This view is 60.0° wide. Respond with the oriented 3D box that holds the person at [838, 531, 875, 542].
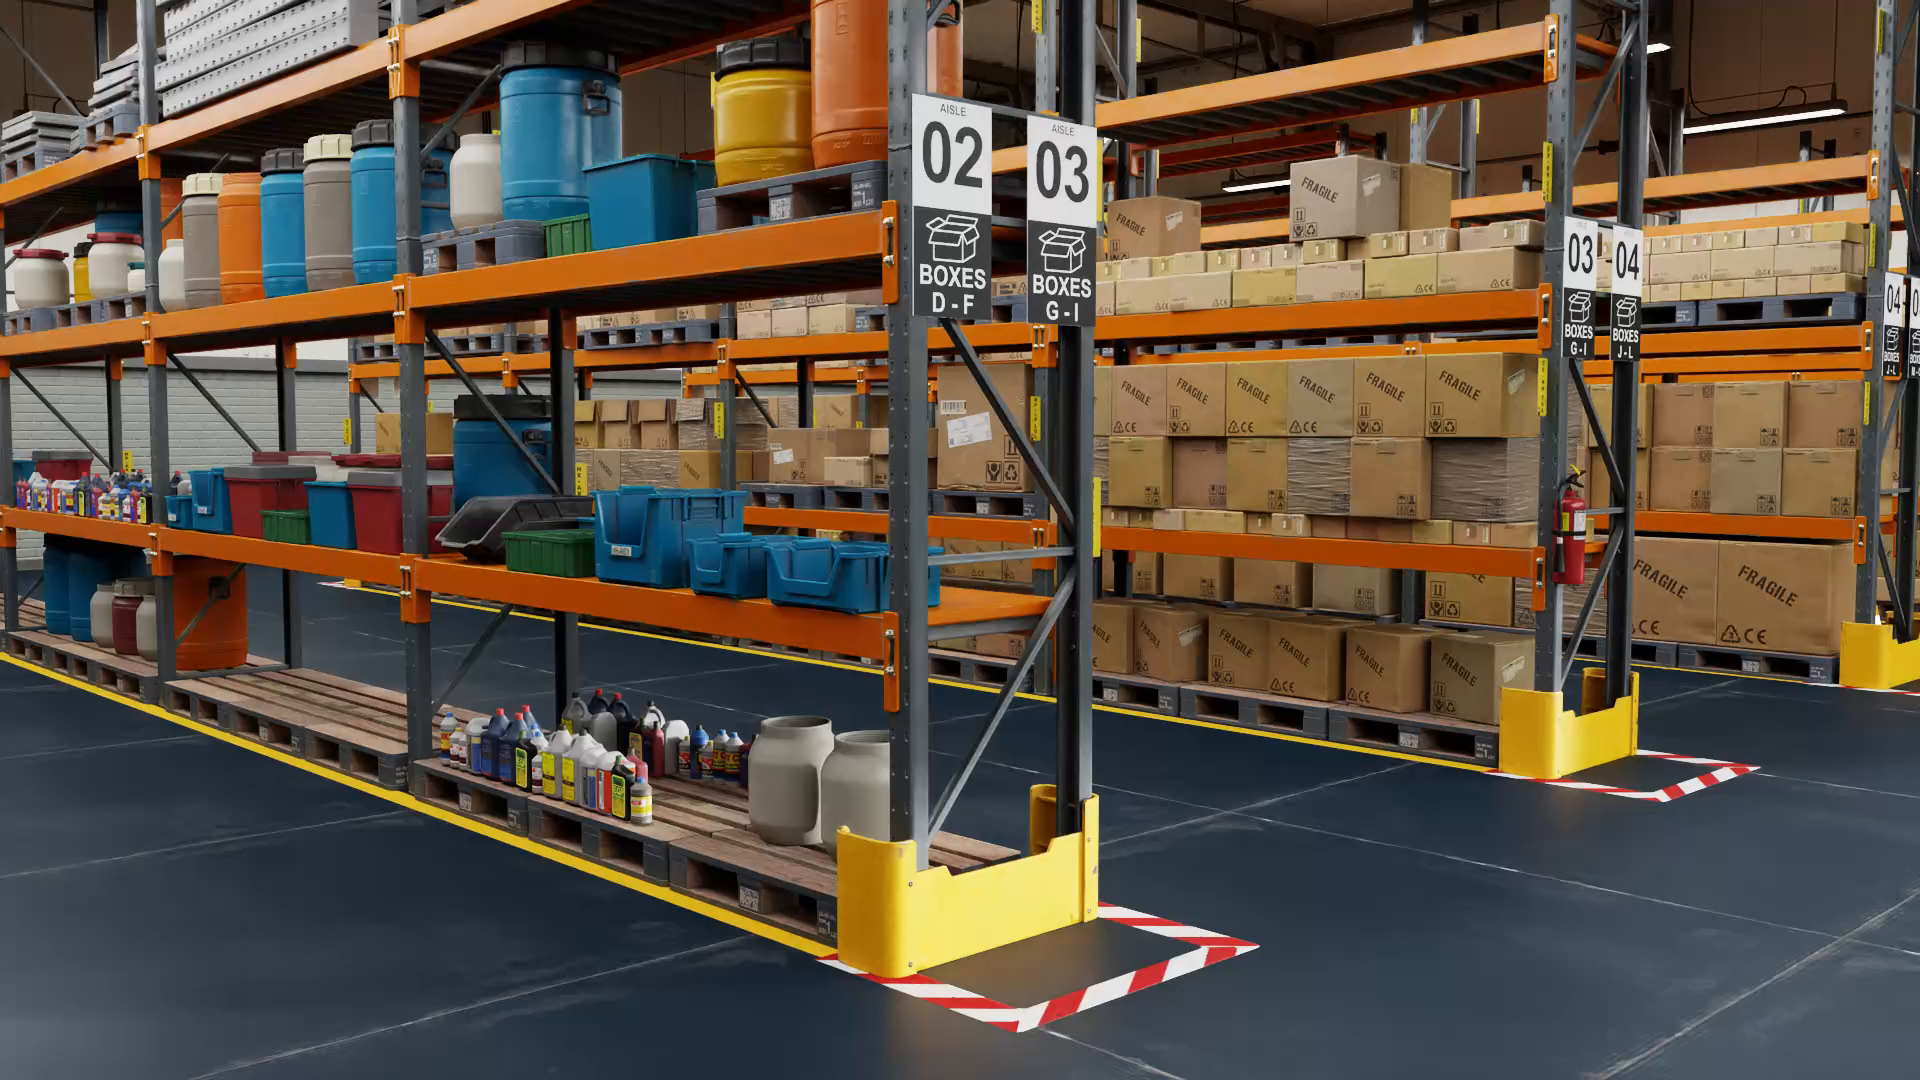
[{"bbox_3d":[-1.206,-0.062,17.446,0.794,1.771,0.619,1,4,13],"label":"person"}]
